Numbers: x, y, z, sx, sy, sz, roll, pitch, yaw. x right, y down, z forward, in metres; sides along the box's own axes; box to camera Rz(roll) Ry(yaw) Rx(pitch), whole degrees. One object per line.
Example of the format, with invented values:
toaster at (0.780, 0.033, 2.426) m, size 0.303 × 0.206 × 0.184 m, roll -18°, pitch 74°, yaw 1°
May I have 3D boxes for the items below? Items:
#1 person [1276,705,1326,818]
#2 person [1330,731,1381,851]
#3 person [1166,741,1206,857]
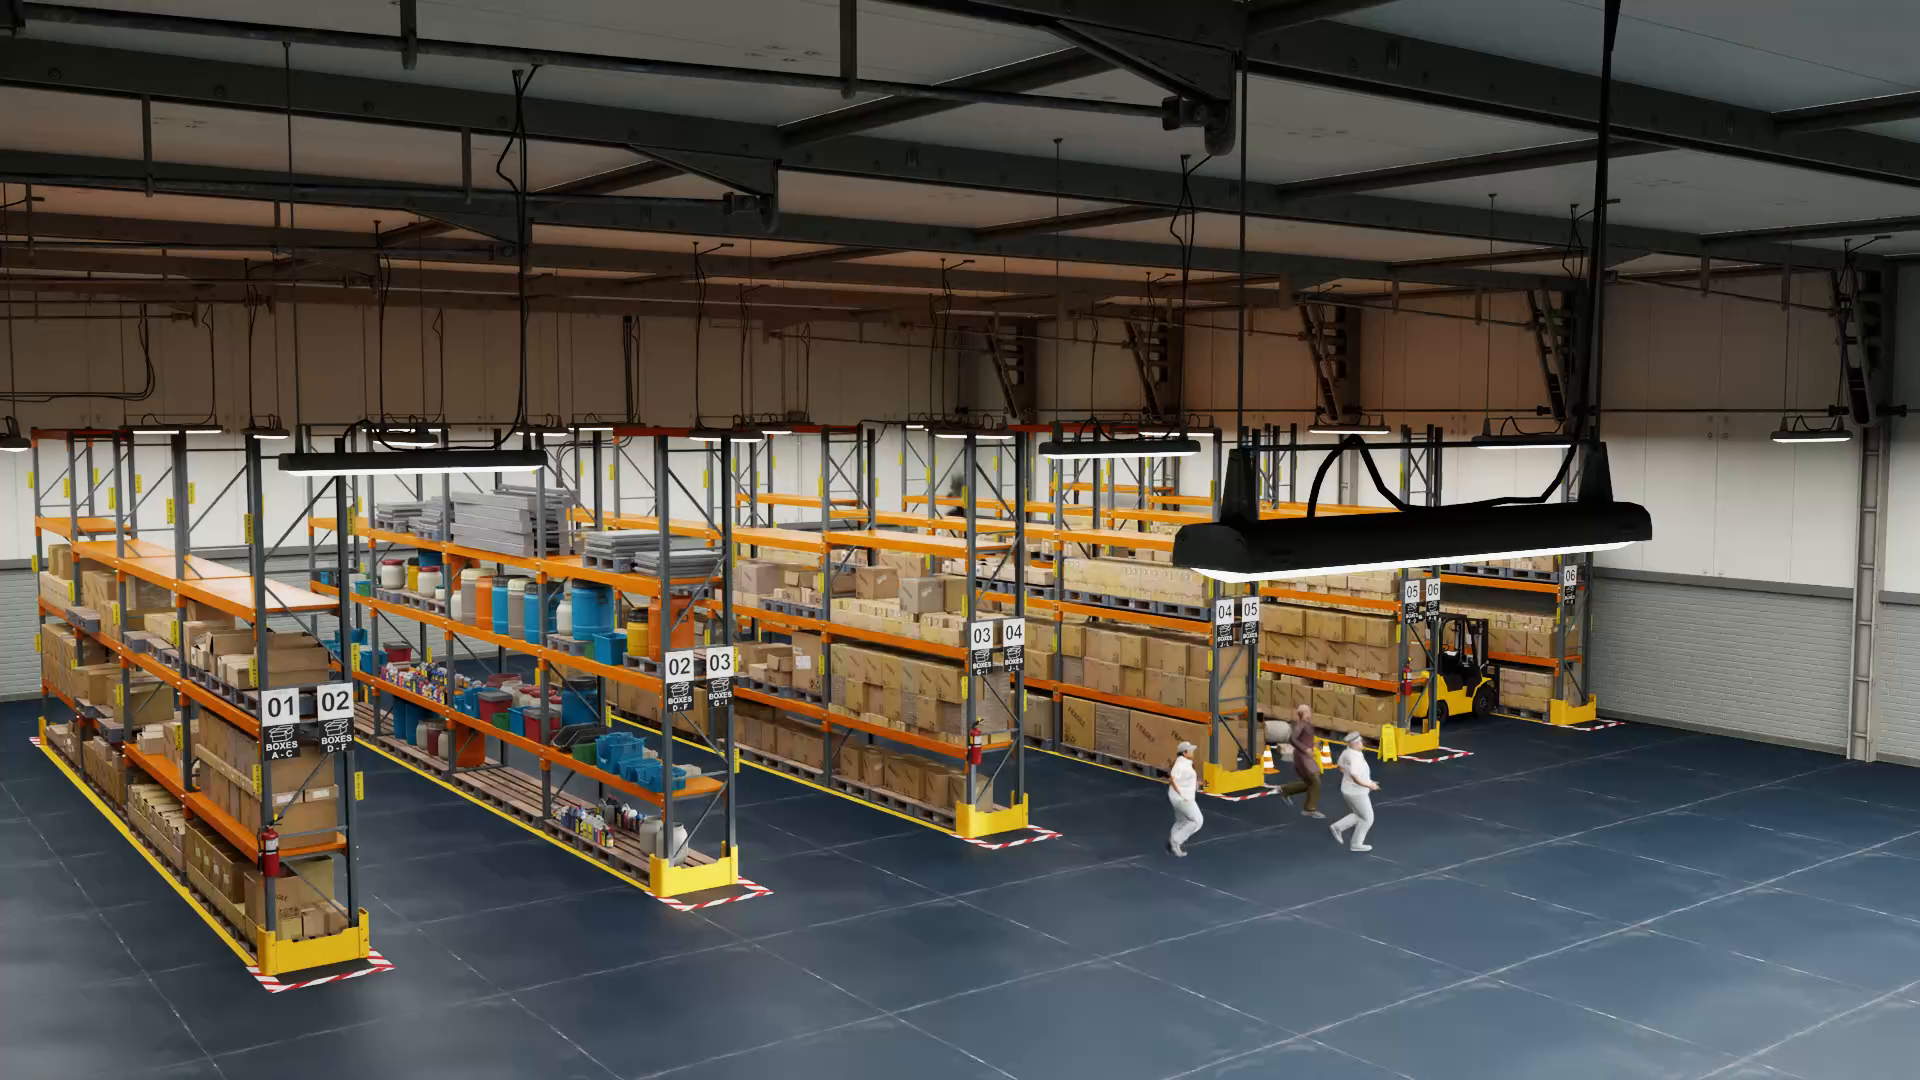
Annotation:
person at (5.369, 3.447, 26.124) m, size 0.806 × 1.724 × 0.738 m, roll 1°, pitch 5°, yaw 17°
person at (5.665, 3.592, 23.822) m, size 0.606 × 1.731 × 0.661 m, roll 0°, pitch 4°, yaw -5°
person at (3.216, 3.662, 23.576) m, size 0.567 × 1.634 × 0.587 m, roll 0°, pitch 4°, yaw 1°
